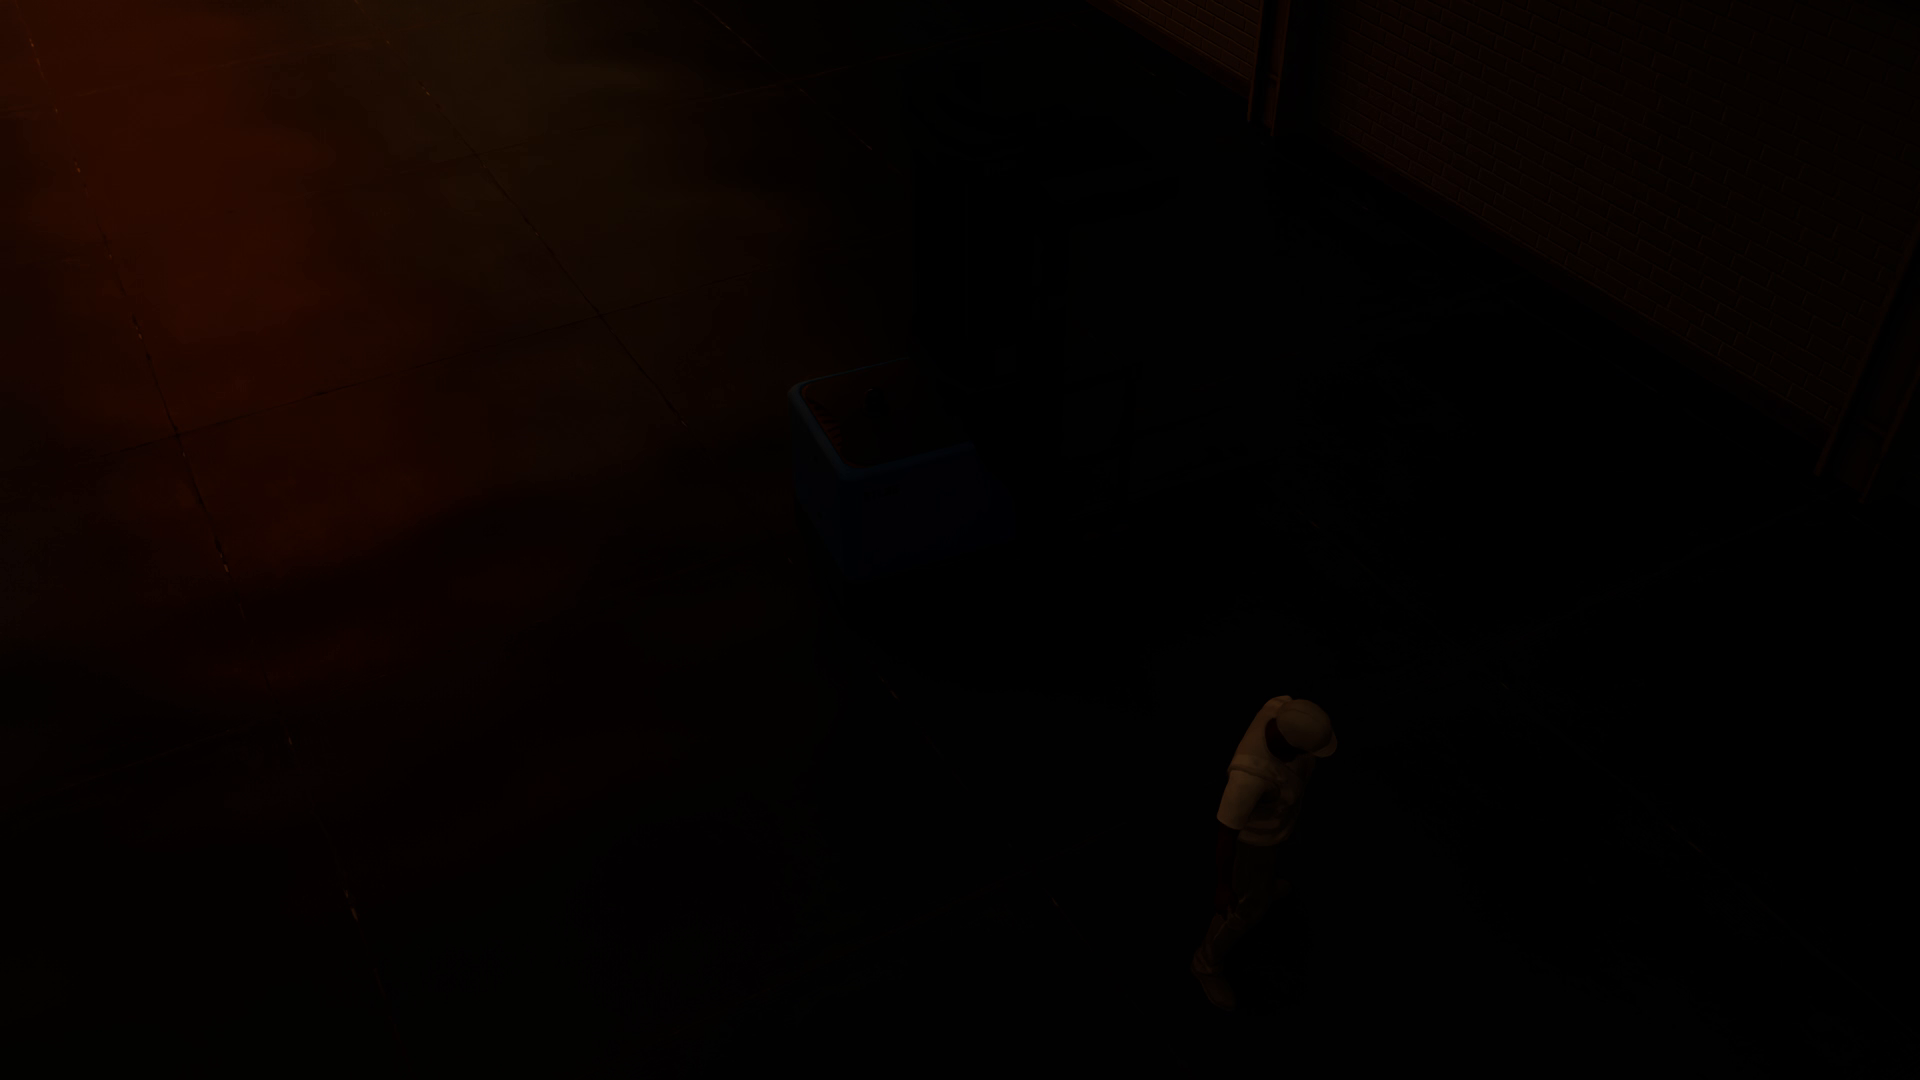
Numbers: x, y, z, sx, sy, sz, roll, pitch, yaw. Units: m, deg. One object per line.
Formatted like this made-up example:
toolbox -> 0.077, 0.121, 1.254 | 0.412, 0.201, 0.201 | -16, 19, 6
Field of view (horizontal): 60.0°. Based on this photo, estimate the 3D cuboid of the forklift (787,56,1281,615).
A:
forklift -> 0.536, -1.310, 9.616 | 3.031, 2.935, 1.130 | -16, 42, -18

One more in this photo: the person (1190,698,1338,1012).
person -> 1.399, 1.283, 7.462 | 0.439, 1.718, 0.977 | 20, 44, 22
